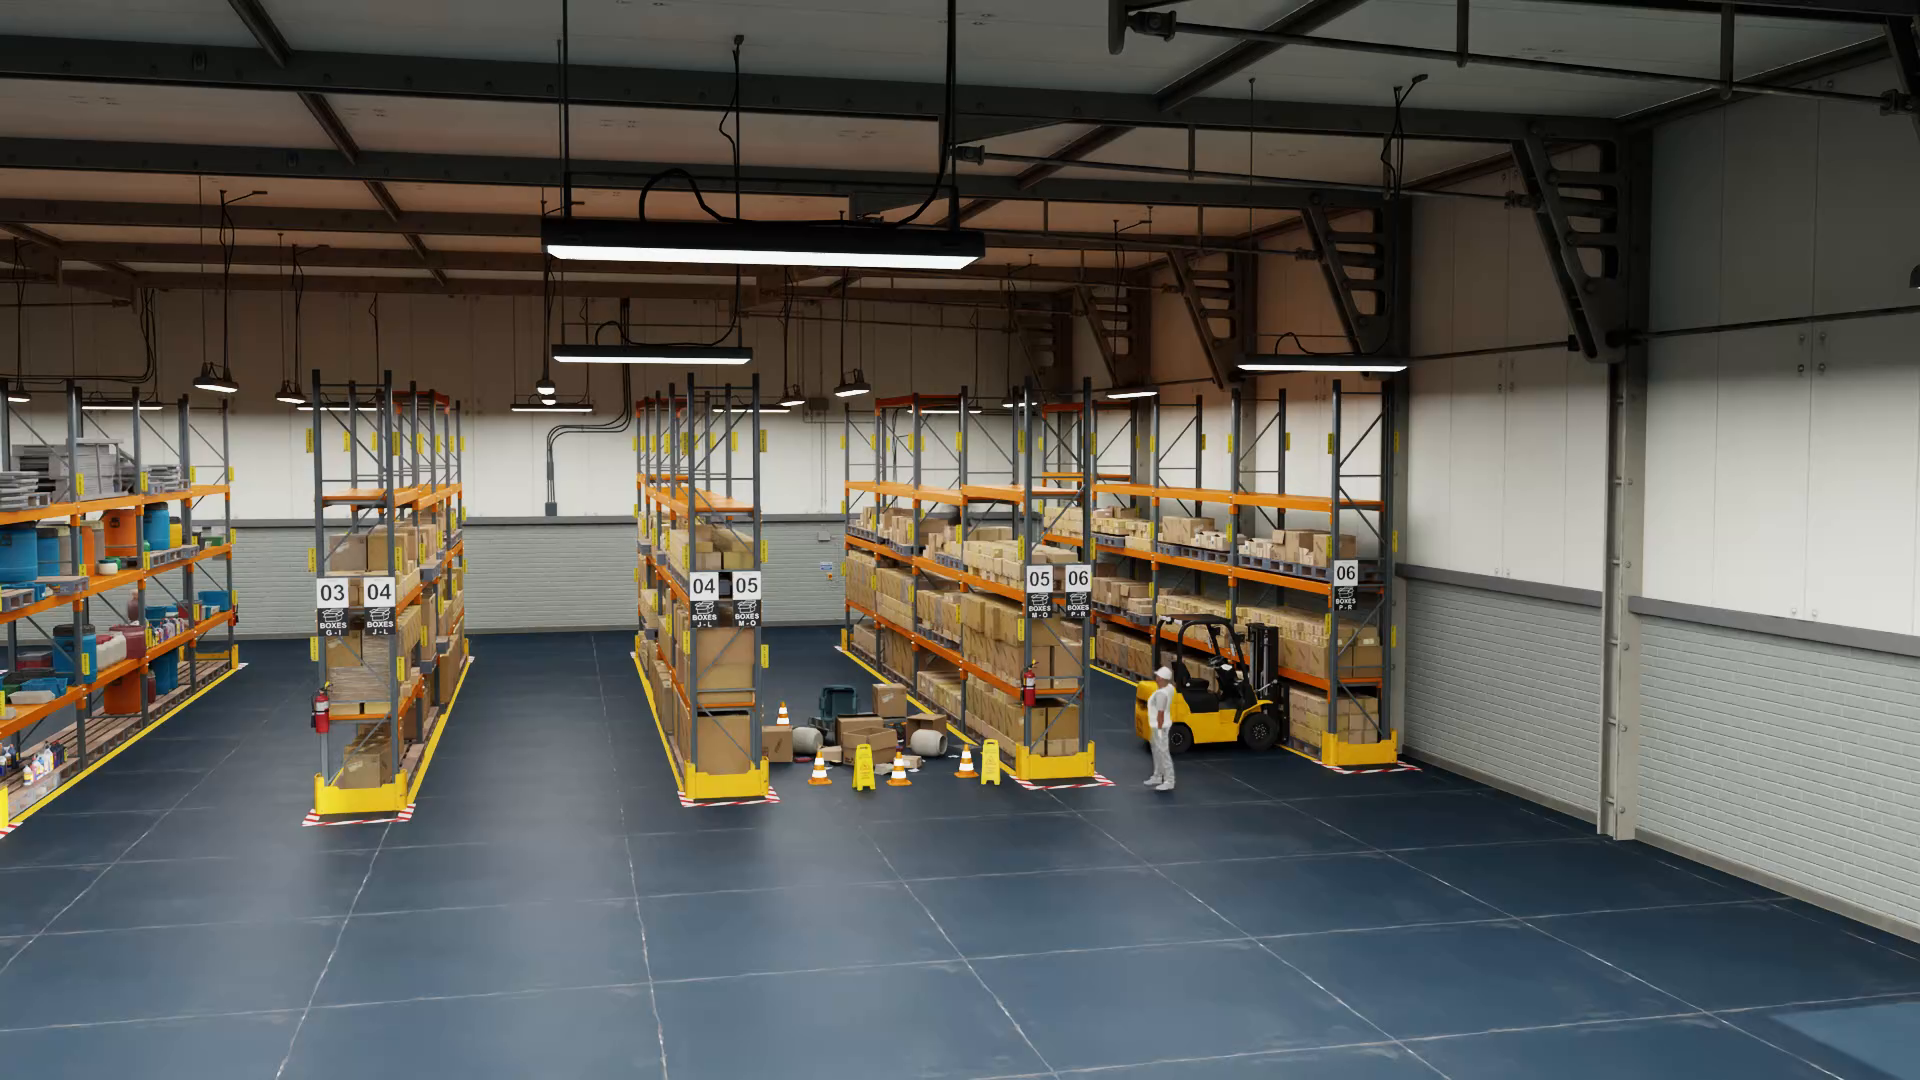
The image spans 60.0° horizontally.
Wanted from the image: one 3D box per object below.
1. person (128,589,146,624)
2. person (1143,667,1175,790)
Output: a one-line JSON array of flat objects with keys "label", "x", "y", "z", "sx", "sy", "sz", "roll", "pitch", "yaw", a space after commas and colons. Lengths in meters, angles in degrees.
[{"label": "person", "x": -18.174, "y": 1.971, "z": 36.869, "sx": 0.441, "sy": 1.780, "sz": 0.652, "roll": -1, "pitch": 3, "yaw": -14}, {"label": "person", "x": 2.891, "y": 2.707, "z": 24.149, "sx": 0.440, "sy": 1.792, "sz": 0.800, "roll": 0, "pitch": 3, "yaw": 4}]
